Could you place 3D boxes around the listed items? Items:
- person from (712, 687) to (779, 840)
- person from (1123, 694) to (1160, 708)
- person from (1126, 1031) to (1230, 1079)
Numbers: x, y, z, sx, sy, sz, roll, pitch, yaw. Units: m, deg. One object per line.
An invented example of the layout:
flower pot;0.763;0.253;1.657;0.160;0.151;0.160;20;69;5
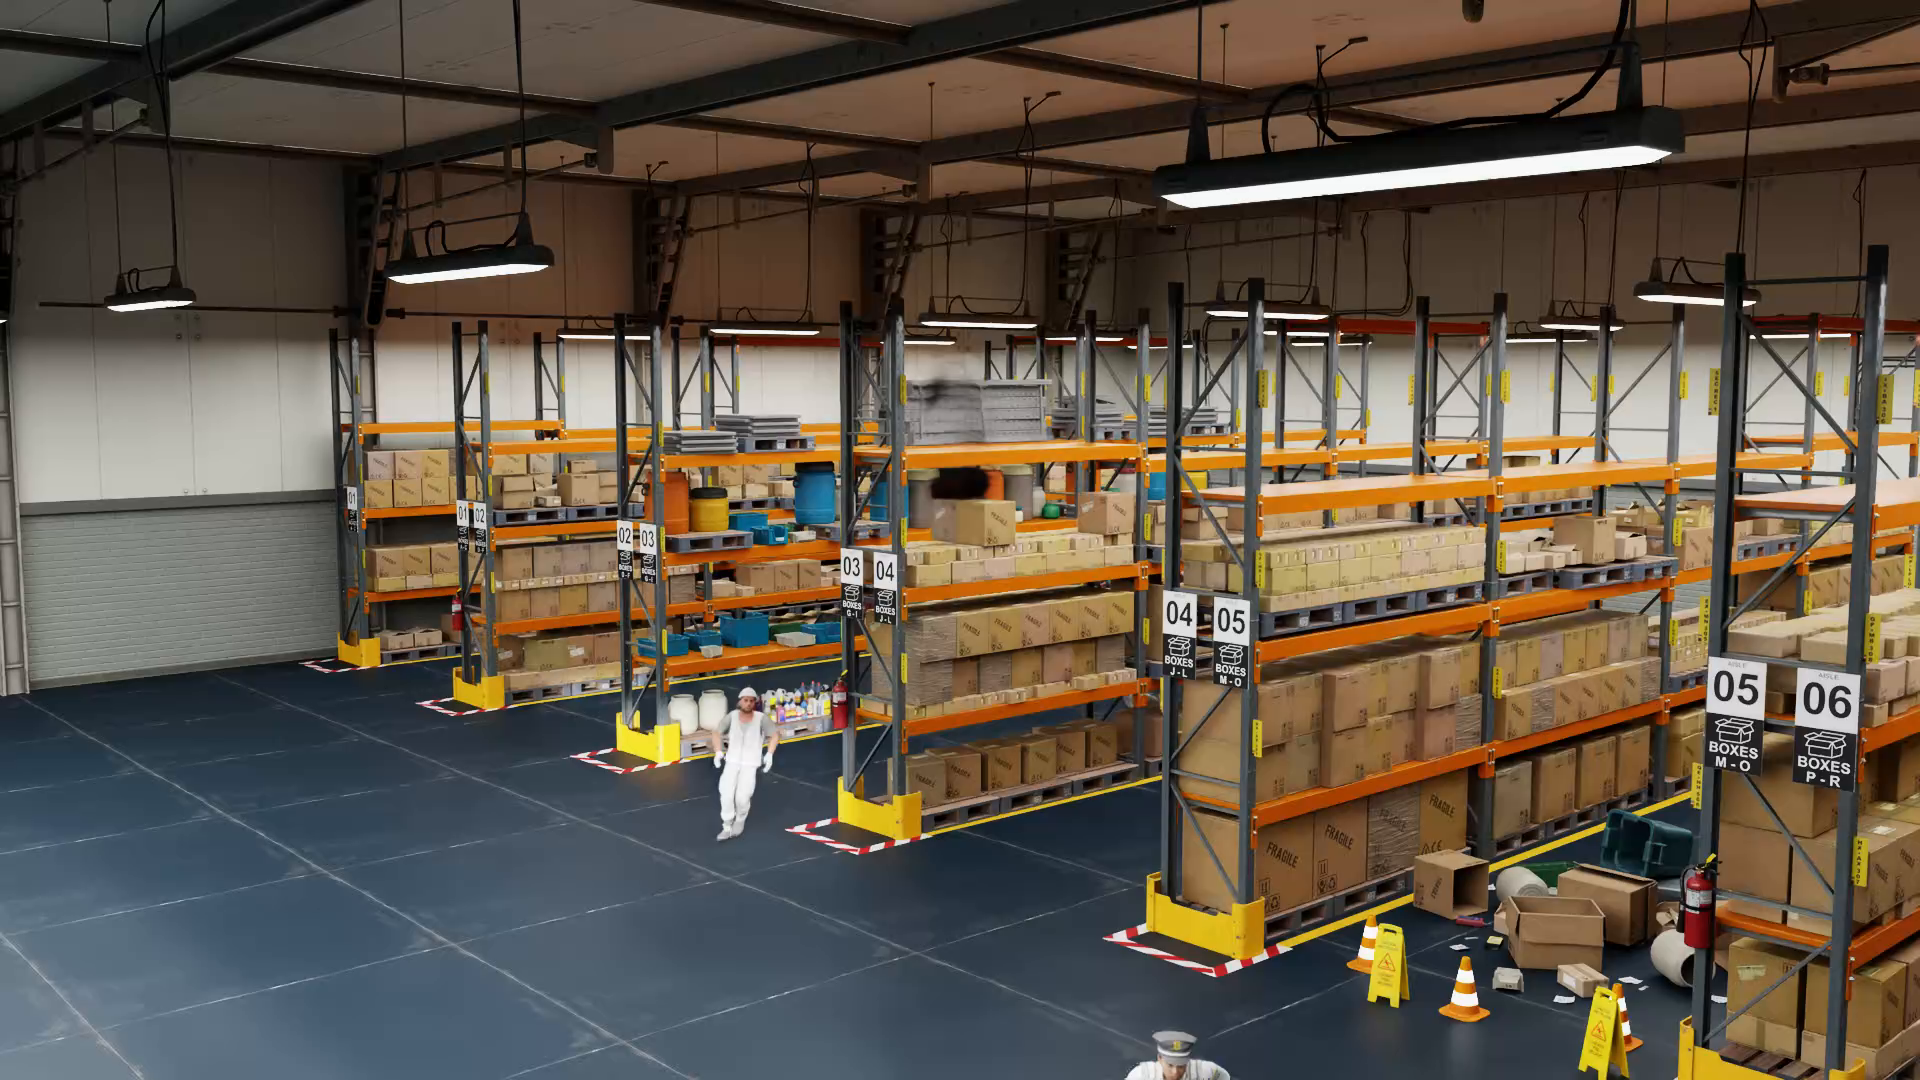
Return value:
person;-2.401;2.489;18.388;0.718;1.723;0.533;0;6;5
person;2.634;1.882;24.427;0.547;1.713;0.665;-5;7;-39
person;1.170;3.459;9.493;0.596;1.627;0.977;0;6;0
